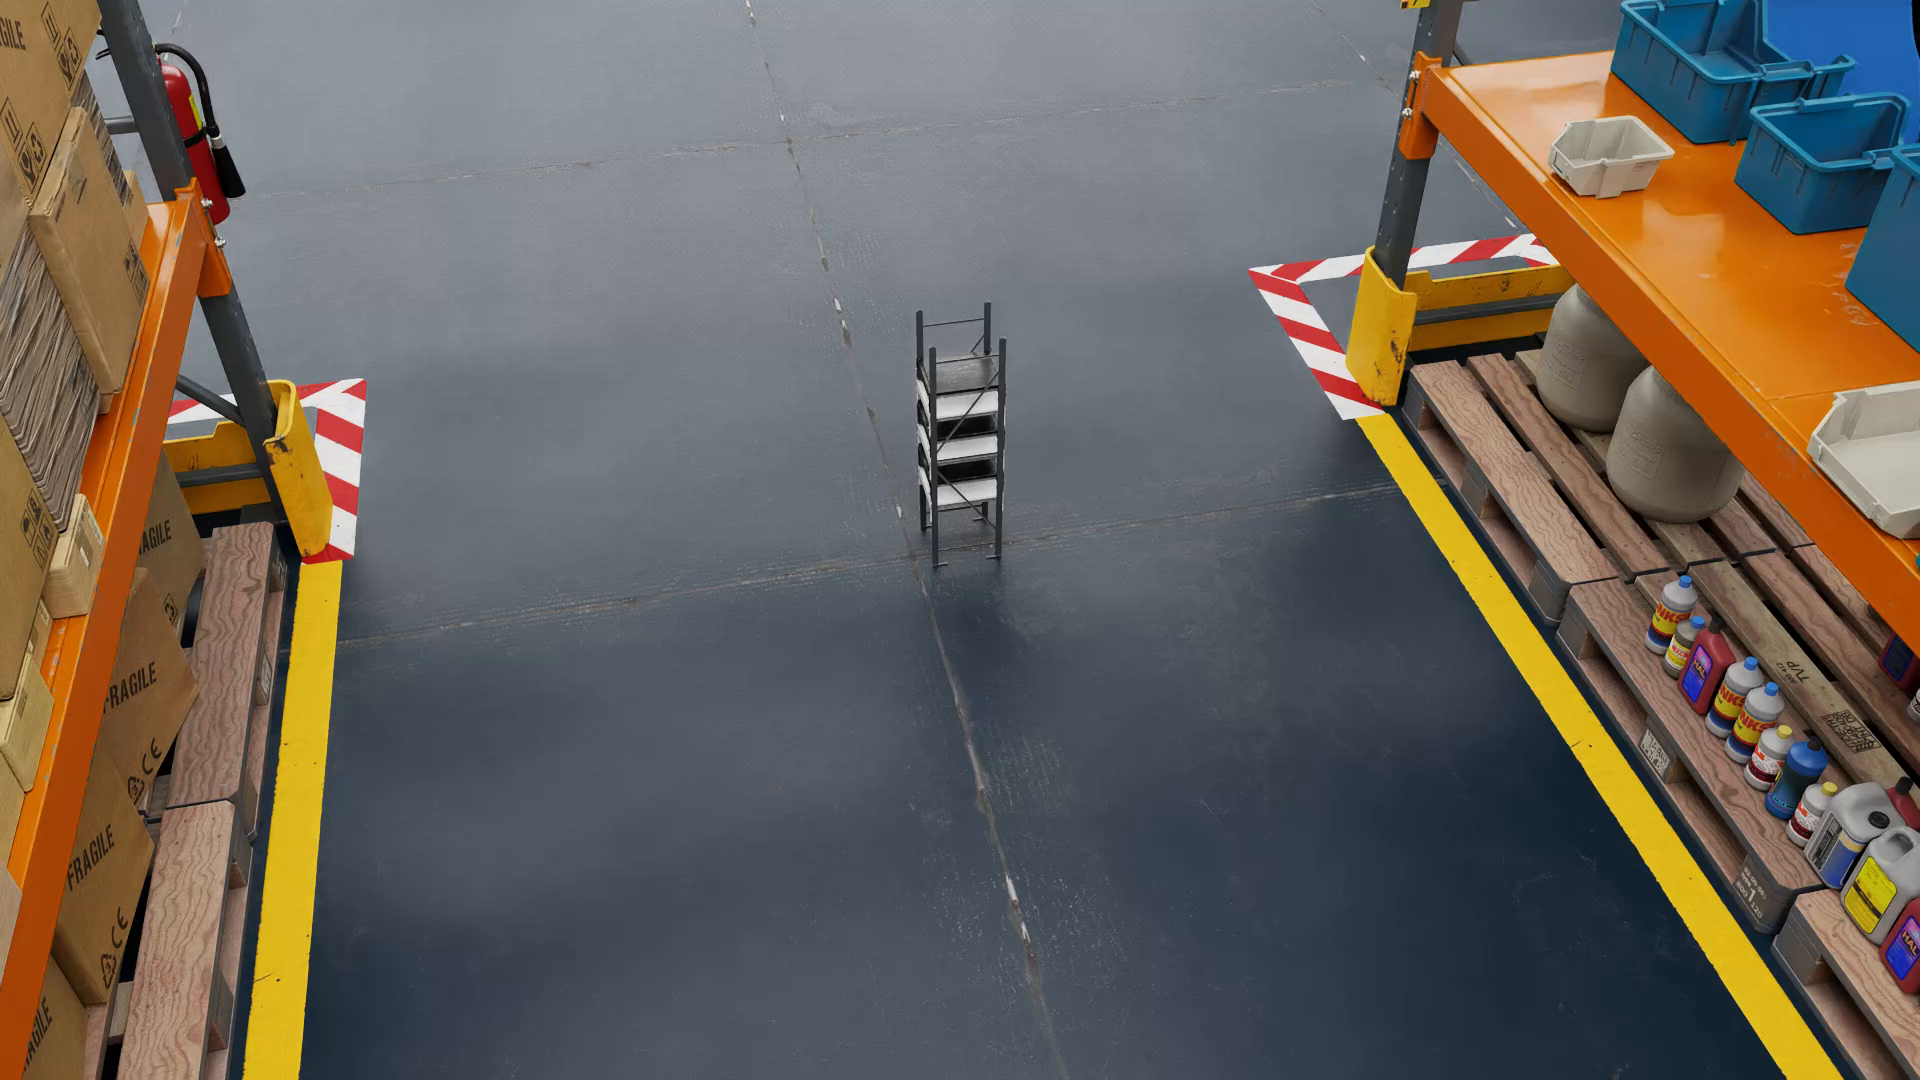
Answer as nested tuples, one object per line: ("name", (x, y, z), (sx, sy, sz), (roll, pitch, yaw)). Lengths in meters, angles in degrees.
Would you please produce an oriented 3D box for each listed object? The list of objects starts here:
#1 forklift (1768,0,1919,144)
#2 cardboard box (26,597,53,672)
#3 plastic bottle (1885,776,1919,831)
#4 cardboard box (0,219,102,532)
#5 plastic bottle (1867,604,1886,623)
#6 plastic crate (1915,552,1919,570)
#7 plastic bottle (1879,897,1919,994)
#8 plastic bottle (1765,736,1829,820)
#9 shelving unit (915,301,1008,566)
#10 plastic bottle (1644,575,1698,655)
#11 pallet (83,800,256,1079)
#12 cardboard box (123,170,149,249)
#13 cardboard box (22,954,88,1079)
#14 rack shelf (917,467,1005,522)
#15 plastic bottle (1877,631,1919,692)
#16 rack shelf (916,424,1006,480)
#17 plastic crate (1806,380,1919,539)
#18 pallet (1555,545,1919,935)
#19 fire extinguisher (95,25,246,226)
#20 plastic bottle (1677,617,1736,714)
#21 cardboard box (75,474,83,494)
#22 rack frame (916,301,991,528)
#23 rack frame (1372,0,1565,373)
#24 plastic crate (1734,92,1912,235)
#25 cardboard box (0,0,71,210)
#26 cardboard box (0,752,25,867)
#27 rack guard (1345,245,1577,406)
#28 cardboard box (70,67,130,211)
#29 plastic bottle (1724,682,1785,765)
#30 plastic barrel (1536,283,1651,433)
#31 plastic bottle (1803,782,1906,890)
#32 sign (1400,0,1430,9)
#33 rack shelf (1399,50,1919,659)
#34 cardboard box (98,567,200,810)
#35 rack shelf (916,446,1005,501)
("forklift", (4.617, -2.304, 6.138), (1.130, 2.935, 3.031), (-26, 48, -26))
("cardboard box", (-2.115, 0.228, 3.423), (0.380, 0.149, 0.250), (-8, 42, -9))
("plastic bottle", (2.450, 0.752, 4.358), (0.061, 0.283, 0.133), (-8, 42, -9))
("cardboard box", (-2.408, -0.302, 3.531), (0.875, 0.500, 0.500), (-8, 42, -9))
("plastic bottle", (2.870, 0.149, 5.099), (0.097, 0.201, 0.097), (0, 42, 0))
("plastic crate", (2.405, 0.109, 3.479), (0.499, 0.251, 0.616), (-8, 42, -9))
("plastic bottle", (2.372, 0.983, 4.097), (0.061, 0.283, 0.133), (-6, 42, -6))
("plastic bottle", (2.272, 0.634, 4.501), (0.097, 0.271, 0.097), (0, 42, 0))
("shelving unit", (0.002, -0.331, 5.445), (0.258, 0.900, 0.210), (-8, 42, -9))
("plastic bottle", (2.133, 0.215, 4.972), (0.097, 0.271, 0.097), (0, 42, 0))
("pallet", (-2.373, 1.262, 4.169), (1.003, 0.211, 1.213), (-8, 42, -9))
("cardboard box", (-2.527, -0.902, 4.696), (0.380, 0.149, 0.250), (-8, 42, -9))
("cardboard box", (-2.316, 1.193, 3.713), (0.500, 0.500, 0.500), (-12, 43, -13))
("rack shelf", (0.002, -0.172, 5.587), (0.258, 0.077, 0.200), (-8, 42, -9))
("plastic bottle", (2.794, 0.301, 4.866), (0.061, 0.283, 0.133), (-8, 42, -9))
("rack shelf", (0.002, -0.306, 5.467), (0.258, 0.077, 0.200), (-8, 42, -9))
("plastic crate", (2.311, -0.185, 3.898), (0.530, 0.136, 0.437), (-8, 42, -9))
("pallet", (2.538, 0.541, 4.981), (1.003, 0.211, 1.213), (-8, 42, -9))
("fire extinguisher", (-2.365, -1.262, 4.971), (0.296, 0.674, 0.183), (-8, 42, -9))
("plastic bottle", (2.164, 0.360, 4.800), (0.061, 0.283, 0.133), (-8, 42, -9))
("cardboard box", (-2.241, -0.094, 3.785), (0.380, 0.149, 0.250), (-8, 42, -9))
("rack frame", (-0.020, -0.397, 5.520), (0.240, 0.900, 0.006), (-8, 42, -9))
("rack frame", (2.046, -1.861, 5.586), (1.000, 3.000, 0.127), (-8, 42, -9))
("plastic crate", (2.581, -1.102, 4.843), (0.499, 0.251, 0.408), (-8, 42, -9))
("cardboard box", (-2.317, -1.029, 3.597), (0.500, 0.500, 0.500), (-8, 42, -9))
("cardboard box", (-1.974, 0.547, 3.064), (0.380, 0.149, 0.250), (-8, 42, -9))
("rack guard", (2.108, -0.883, 6.368), (1.175, 0.500, 0.348), (-8, 42, -9))
("cardboard box", (-2.698, -0.939, 4.249), (0.875, 0.500, 0.500), (-8, 42, -9))
("plastic bottle", (2.228, 0.502, 4.649), (0.097, 0.271, 0.097), (0, 42, 0))
("plastic barrel", (2.263, -0.672, 5.805), (0.421, 0.512, 0.421), (0, 42, 0))
("plastic bottle", (2.346, 0.771, 4.343), (0.152, 0.276, 0.135), (-8, 42, -8))
("sign", (1.508, -1.888, 5.409), (0.100, 0.325, 0.005), (-8, 42, -9))
("rack shelf", (2.478, -0.295, 4.365), (1.077, 0.370, 4.000), (-8, 42, -9))
("cardboard box", (-2.509, 0.417, 4.588), (0.500, 0.500, 0.500), (2, 42, 2))
("rack shelf", (0.002, -0.239, 5.527), (0.258, 0.077, 0.200), (-8, 42, -9))
